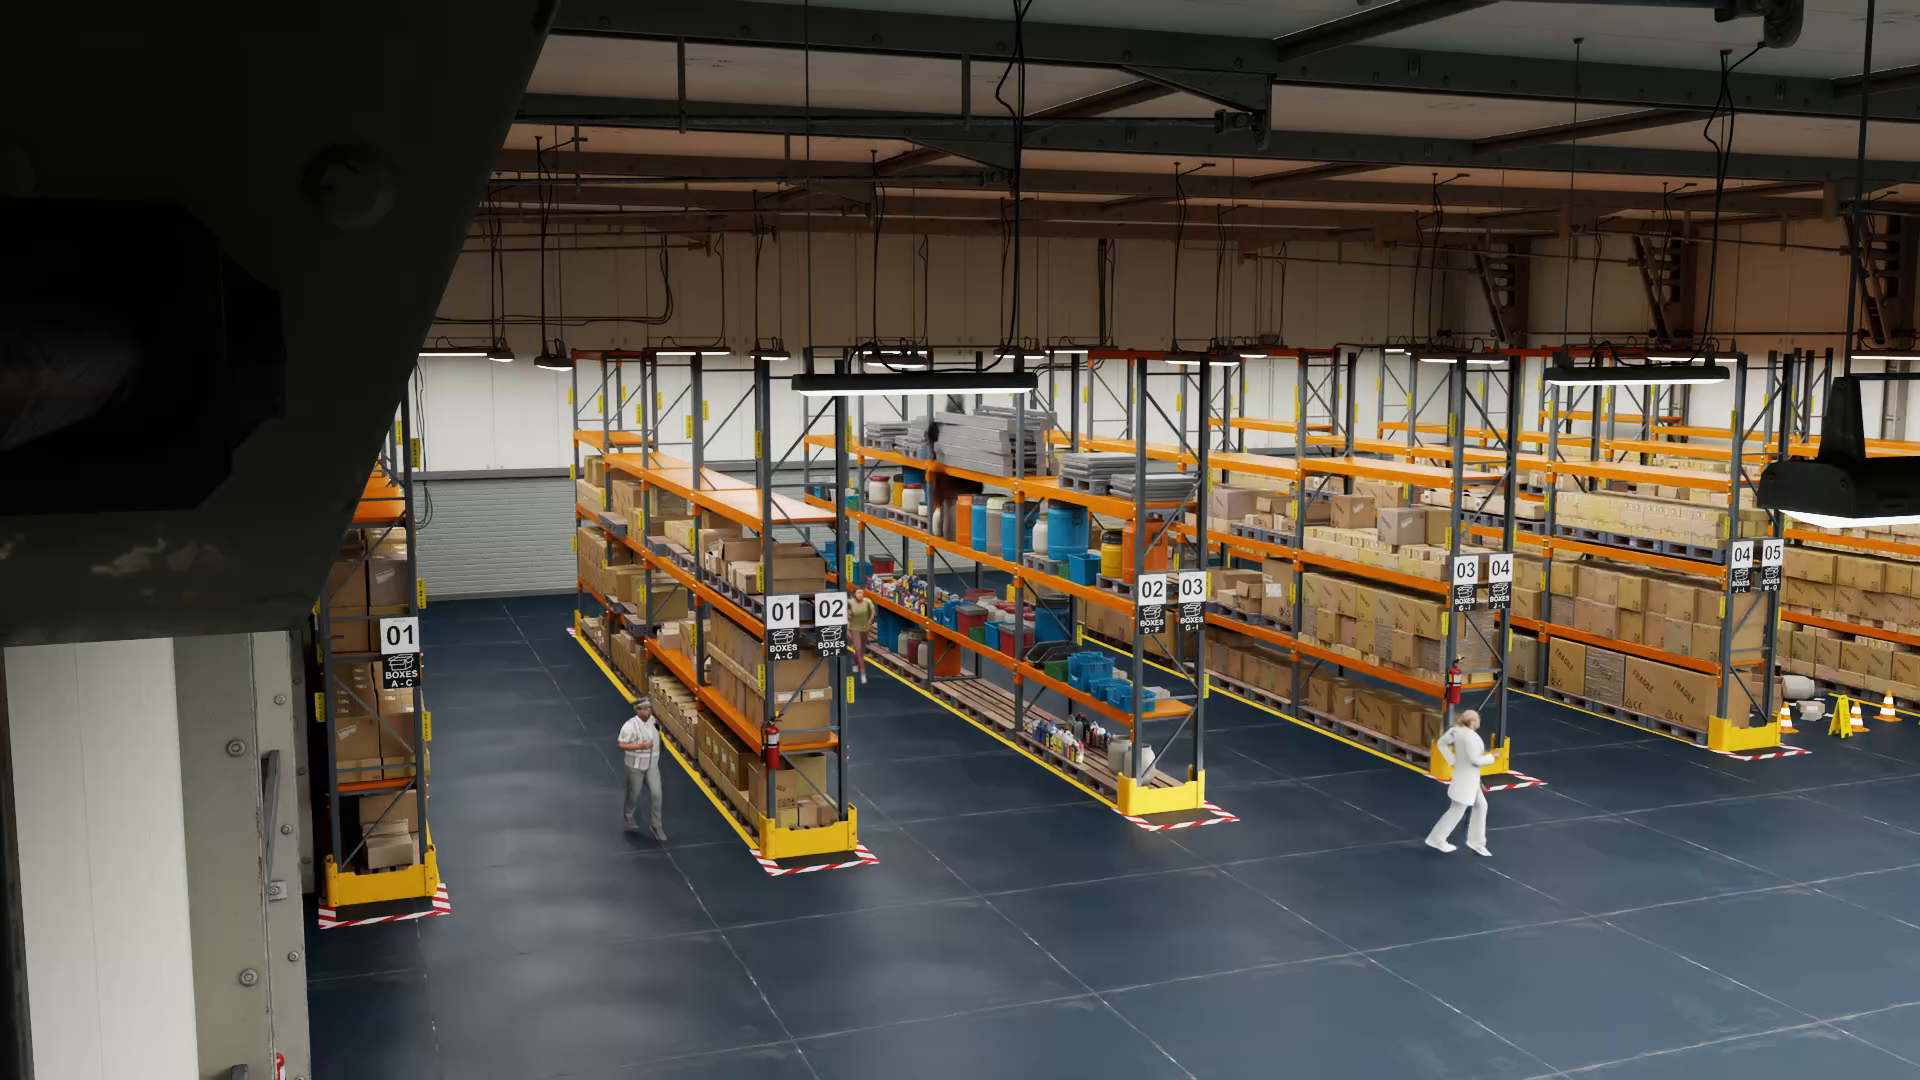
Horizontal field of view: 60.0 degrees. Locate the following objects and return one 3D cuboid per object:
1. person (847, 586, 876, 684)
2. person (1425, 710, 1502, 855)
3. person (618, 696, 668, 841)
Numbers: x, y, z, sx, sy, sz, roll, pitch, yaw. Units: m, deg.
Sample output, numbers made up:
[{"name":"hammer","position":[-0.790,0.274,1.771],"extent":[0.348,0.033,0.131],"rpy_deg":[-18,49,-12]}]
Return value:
[{"name":"person","position":[-1.777,1.608,29.245],"extent":[0.581,1.677,0.981],"rpy_deg":[-2,7,-15]},{"name":"person","position":[6.089,2.978,20.107],"extent":[0.861,1.841,0.669],"rpy_deg":[1,7,4]},{"name":"person","position":[-4.045,2.862,20.973],"extent":[0.631,1.846,0.830],"rpy_deg":[-6,9,-41]}]
